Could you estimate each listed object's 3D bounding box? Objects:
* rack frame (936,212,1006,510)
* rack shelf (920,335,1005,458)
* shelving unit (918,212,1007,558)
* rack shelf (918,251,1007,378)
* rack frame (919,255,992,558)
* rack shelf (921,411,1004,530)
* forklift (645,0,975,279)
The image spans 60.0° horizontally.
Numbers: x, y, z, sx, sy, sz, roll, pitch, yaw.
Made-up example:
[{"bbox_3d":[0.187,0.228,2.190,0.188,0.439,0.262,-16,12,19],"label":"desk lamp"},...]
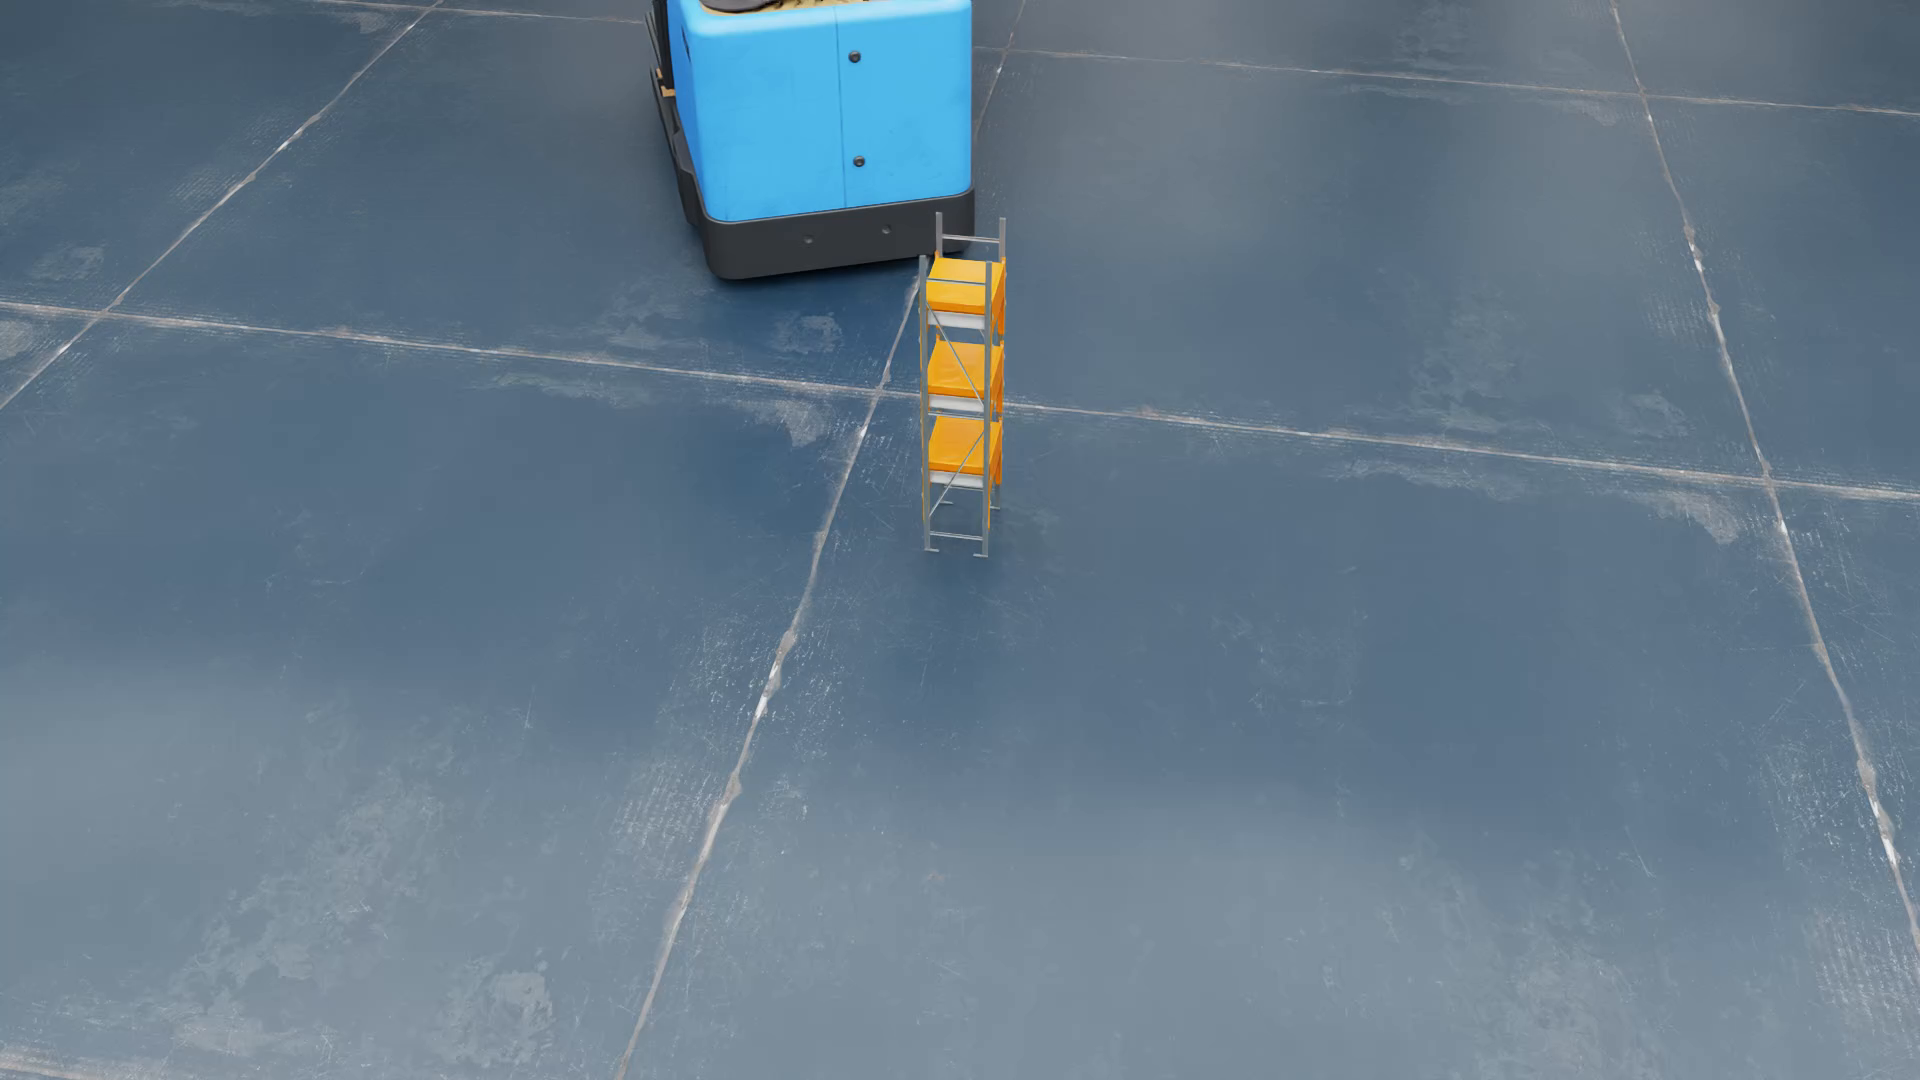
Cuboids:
[{"bbox_3d":[0.030,-0.515,5.049,0.200,1.050,0.008,6,40,8],"label":"rack frame"},{"bbox_3d":[0.009,-0.430,4.963,0.215,0.259,0.240,6,40,8],"label":"rack shelf"},{"bbox_3d":[0.009,-0.438,4.956,0.215,1.050,0.252,6,40,8],"label":"shelving unit"},{"bbox_3d":[0.009,-0.649,4.782,0.215,0.259,0.240,6,40,8],"label":"rack shelf"},{"bbox_3d":[-0.012,-0.362,4.863,0.200,1.050,0.008,6,40,8],"label":"rack frame"},{"bbox_3d":[0.009,-0.216,5.140,0.215,0.259,0.240,6,40,8],"label":"rack shelf"},{"bbox_3d":[-0.801,-3.069,6.662,1.130,2.935,3.031,-9,40,-11],"label":"forklift"}]
